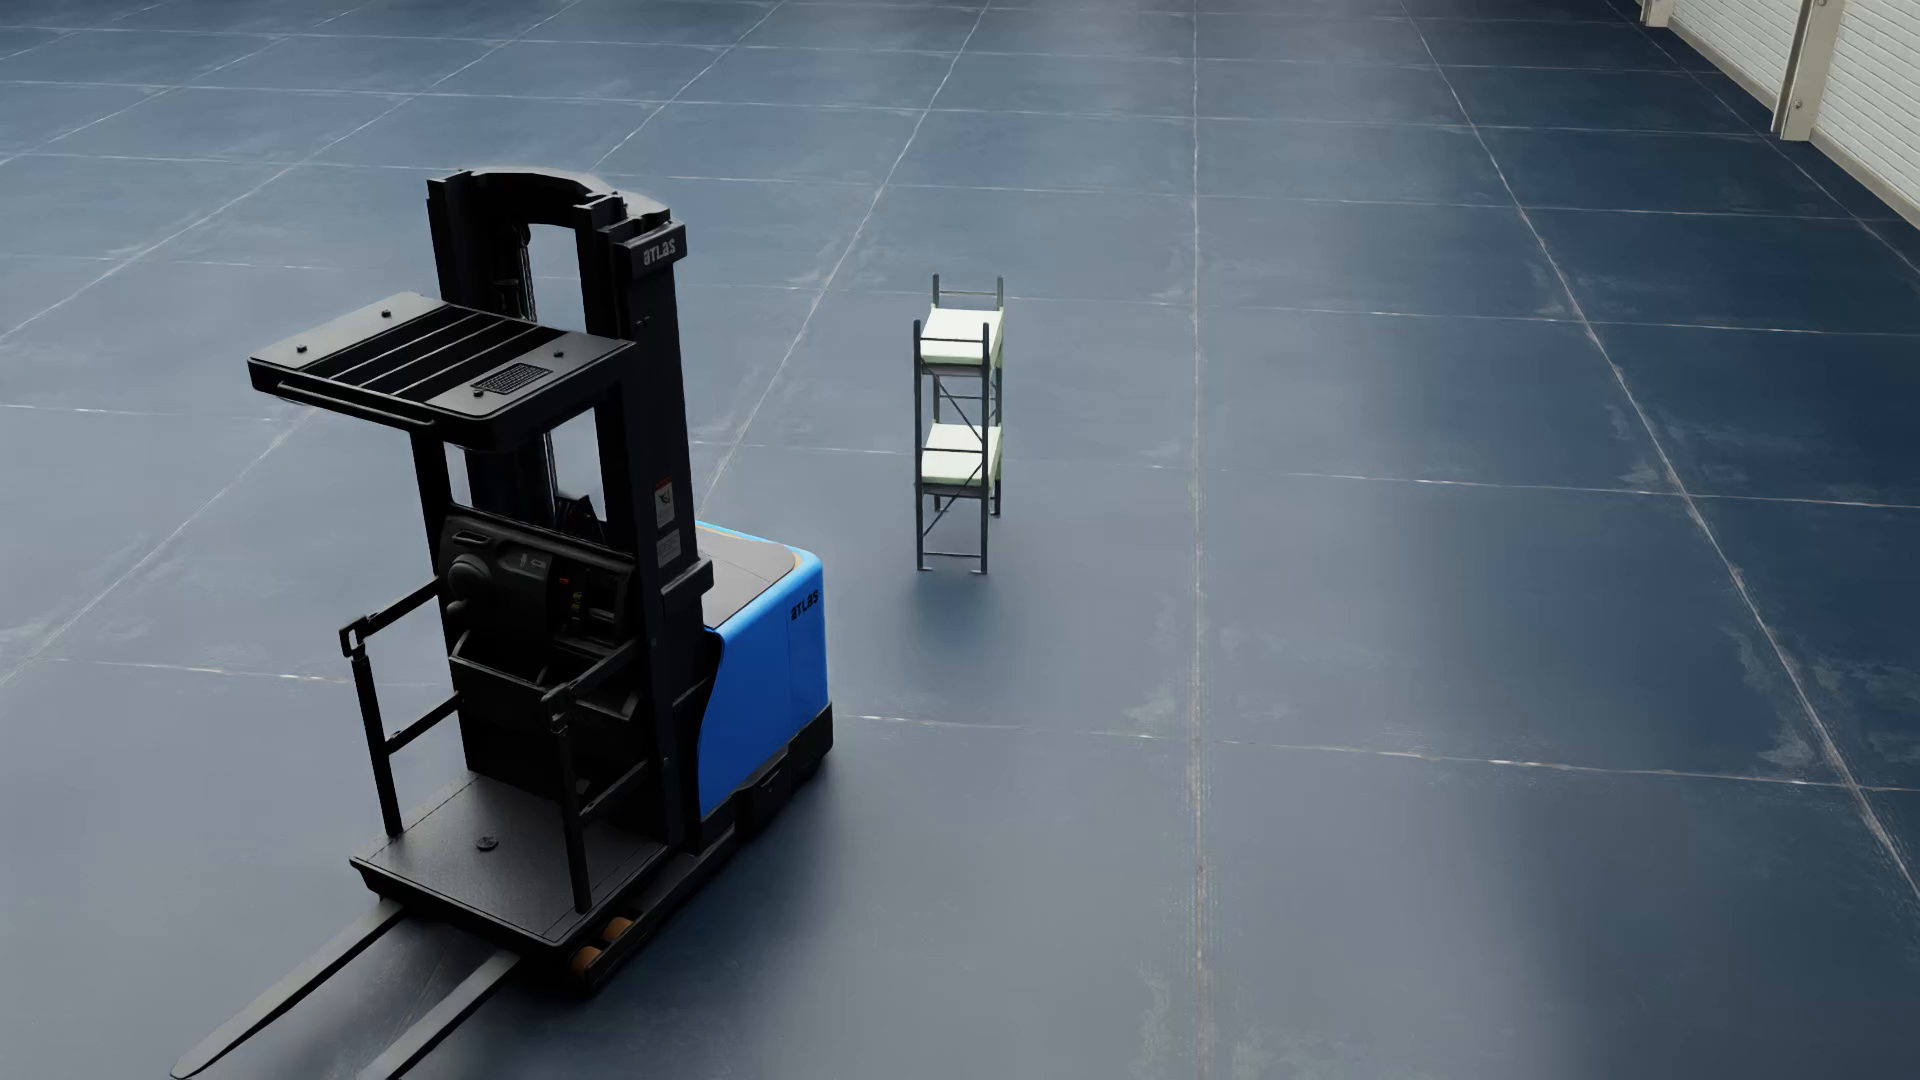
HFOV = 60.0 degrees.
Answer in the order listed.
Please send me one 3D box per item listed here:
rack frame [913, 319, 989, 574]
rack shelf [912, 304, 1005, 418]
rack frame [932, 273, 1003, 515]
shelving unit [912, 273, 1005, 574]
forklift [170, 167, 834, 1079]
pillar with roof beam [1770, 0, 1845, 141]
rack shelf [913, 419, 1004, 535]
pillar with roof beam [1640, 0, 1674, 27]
[{"bbox_3d":[-0.046,-0.485,9.069,0.400,1.500,0.023,3,28,6],"label":"rack frame"},{"bbox_3d":[-0.001,-1.001,9.203,0.431,0.370,0.720,3,28,6],"label":"rack shelf"},{"bbox_3d":[0.044,-0.829,9.708,0.400,1.500,0.023,3,28,6],"label":"rack frame"},{"bbox_3d":[-0.001,-0.657,9.388,0.431,1.500,0.755,3,28,6],"label":"shelving unit"},{"bbox_3d":[-1.745,0.220,6.252,1.130,2.935,3.031,15,32,25],"label":"forklift"},{"bbox_3d":[4.607,-8.534,16.104,9.100,9.000,0.400,3,28,6],"label":"pillar with roof beam"},{"bbox_3d":[-0.001,-0.370,9.543,0.431,0.370,0.720,3,28,6],"label":"rack shelf"},{"bbox_3d":[5.342,-11.359,21.346,9.100,9.000,0.400,3,28,6],"label":"pillar with roof beam"}]
